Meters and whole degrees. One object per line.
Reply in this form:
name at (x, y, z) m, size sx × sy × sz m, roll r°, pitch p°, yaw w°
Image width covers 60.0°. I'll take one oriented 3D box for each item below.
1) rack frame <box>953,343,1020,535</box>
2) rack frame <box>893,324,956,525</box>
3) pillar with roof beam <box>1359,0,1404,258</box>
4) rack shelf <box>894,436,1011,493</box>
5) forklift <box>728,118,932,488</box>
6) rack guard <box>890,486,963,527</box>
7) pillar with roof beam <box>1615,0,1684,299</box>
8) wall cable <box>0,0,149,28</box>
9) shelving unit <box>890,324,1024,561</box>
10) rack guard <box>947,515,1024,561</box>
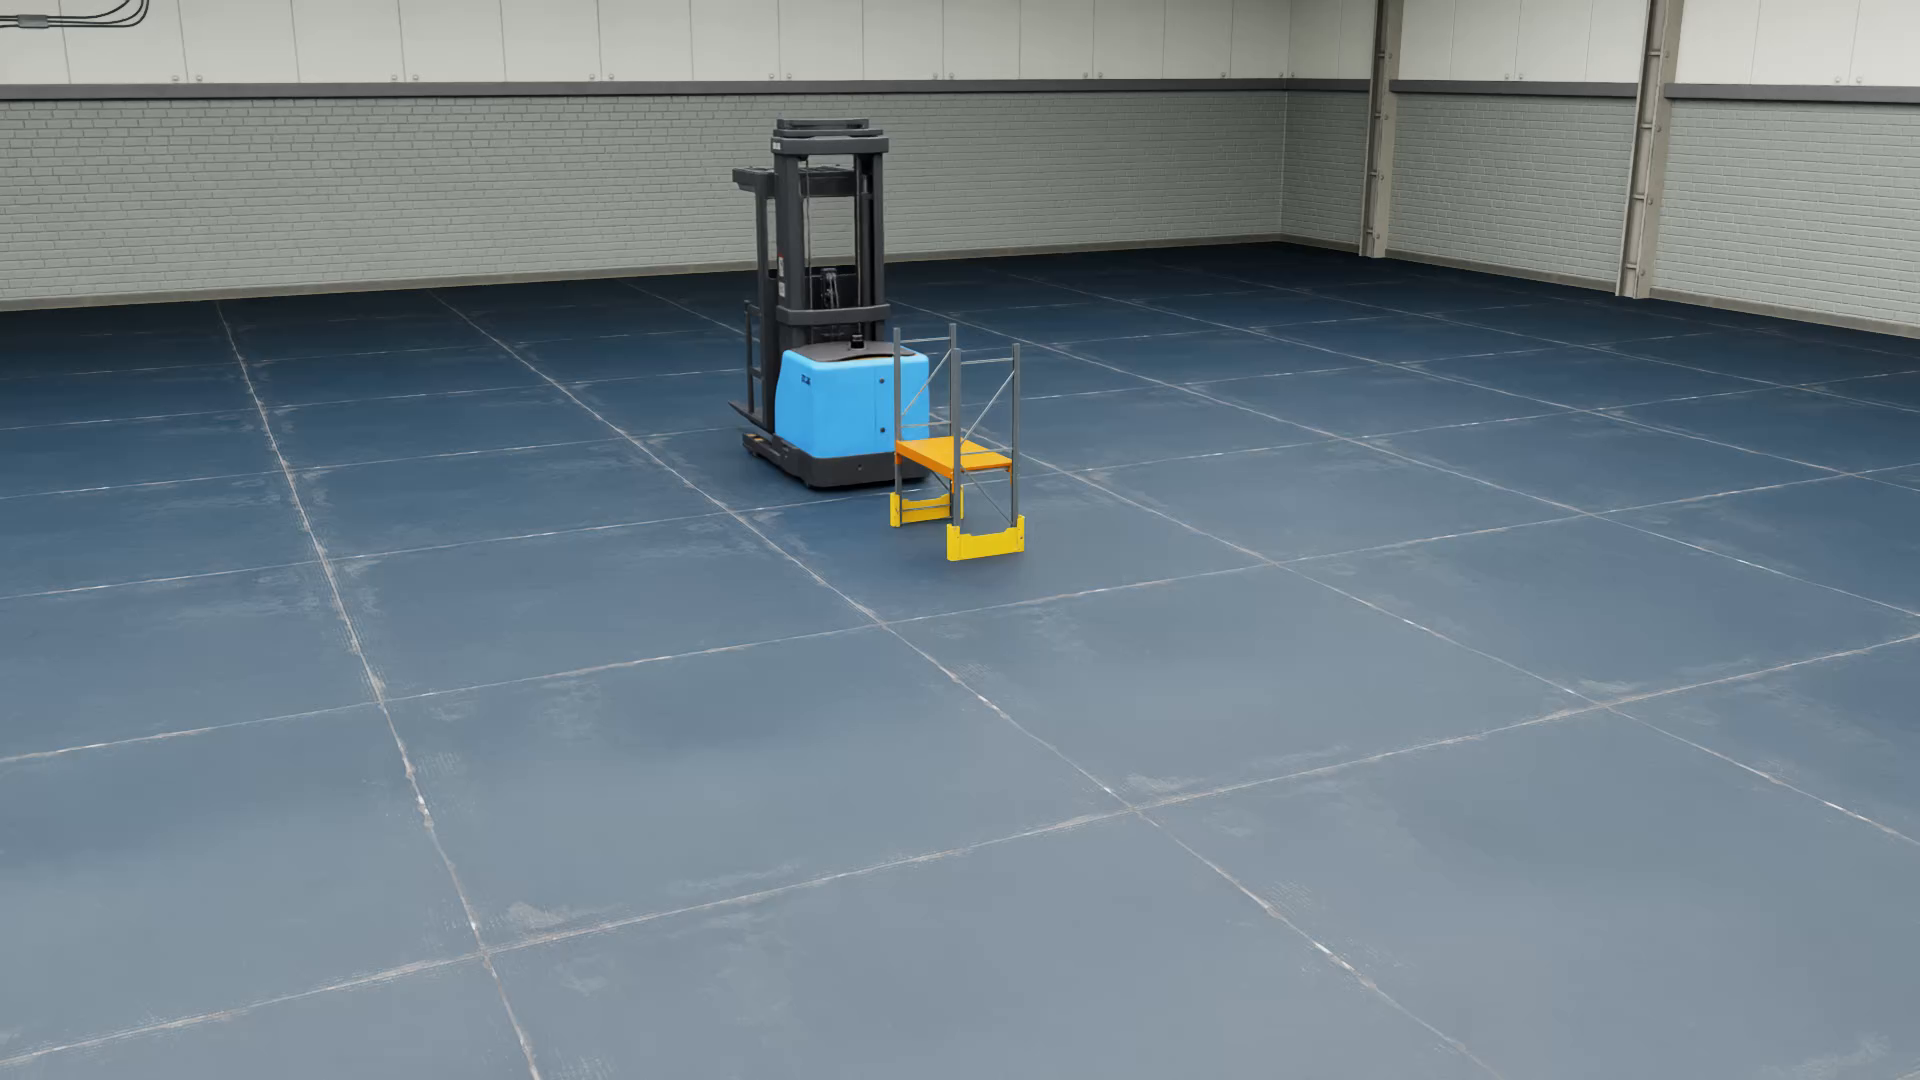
rack frame at (0.185, -0.616, 11.678) m, size 0.500 × 1.500 × 0.032 m, roll -8°, pitch 18°, yaw -25°
rack frame at (-0.260, -0.868, 12.557) m, size 0.500 × 1.500 × 0.032 m, roll -8°, pitch 18°, yaw -25°
pillar with roof beam at (3.618, -8.953, 27.137) m, size 9.100 × 9.000 × 0.400 m, roll -8°, pitch 18°, yaw -25°
rack shelf at (-0.037, -0.569, 12.167) m, size 0.538 × 0.185 × 1.000 m, roll -8°, pitch 18°, yaw -25°
forklift at (-1.312, -2.198, 14.596) m, size 1.130 × 2.935 × 3.031 m, roll -7°, pitch 18°, yaw -24°
rack guard at (-0.252, -0.263, 12.712) m, size 0.587 × 0.250 × 0.087 m, roll -8°, pitch 18°, yaw -25°
pillar with roof beam at (6.246, -7.466, 21.952) m, size 9.100 × 9.000 × 0.400 m, roll -8°, pitch 18°, yaw -25°
wall cable at (-12.390, -9.335, 22.302) m, size 2.305 × 6.003 × 0.169 m, roll -8°, pitch 18°, yaw -25°
shelving unit at (-0.033, -0.740, 12.110) m, size 0.587 × 1.500 × 1.083 m, roll -8°, pitch 18°, yaw -25°
rack guard at (0.185, -0.016, 11.852) m, size 0.587 × 0.250 × 0.087 m, roll -8°, pitch 18°, yaw -25°
